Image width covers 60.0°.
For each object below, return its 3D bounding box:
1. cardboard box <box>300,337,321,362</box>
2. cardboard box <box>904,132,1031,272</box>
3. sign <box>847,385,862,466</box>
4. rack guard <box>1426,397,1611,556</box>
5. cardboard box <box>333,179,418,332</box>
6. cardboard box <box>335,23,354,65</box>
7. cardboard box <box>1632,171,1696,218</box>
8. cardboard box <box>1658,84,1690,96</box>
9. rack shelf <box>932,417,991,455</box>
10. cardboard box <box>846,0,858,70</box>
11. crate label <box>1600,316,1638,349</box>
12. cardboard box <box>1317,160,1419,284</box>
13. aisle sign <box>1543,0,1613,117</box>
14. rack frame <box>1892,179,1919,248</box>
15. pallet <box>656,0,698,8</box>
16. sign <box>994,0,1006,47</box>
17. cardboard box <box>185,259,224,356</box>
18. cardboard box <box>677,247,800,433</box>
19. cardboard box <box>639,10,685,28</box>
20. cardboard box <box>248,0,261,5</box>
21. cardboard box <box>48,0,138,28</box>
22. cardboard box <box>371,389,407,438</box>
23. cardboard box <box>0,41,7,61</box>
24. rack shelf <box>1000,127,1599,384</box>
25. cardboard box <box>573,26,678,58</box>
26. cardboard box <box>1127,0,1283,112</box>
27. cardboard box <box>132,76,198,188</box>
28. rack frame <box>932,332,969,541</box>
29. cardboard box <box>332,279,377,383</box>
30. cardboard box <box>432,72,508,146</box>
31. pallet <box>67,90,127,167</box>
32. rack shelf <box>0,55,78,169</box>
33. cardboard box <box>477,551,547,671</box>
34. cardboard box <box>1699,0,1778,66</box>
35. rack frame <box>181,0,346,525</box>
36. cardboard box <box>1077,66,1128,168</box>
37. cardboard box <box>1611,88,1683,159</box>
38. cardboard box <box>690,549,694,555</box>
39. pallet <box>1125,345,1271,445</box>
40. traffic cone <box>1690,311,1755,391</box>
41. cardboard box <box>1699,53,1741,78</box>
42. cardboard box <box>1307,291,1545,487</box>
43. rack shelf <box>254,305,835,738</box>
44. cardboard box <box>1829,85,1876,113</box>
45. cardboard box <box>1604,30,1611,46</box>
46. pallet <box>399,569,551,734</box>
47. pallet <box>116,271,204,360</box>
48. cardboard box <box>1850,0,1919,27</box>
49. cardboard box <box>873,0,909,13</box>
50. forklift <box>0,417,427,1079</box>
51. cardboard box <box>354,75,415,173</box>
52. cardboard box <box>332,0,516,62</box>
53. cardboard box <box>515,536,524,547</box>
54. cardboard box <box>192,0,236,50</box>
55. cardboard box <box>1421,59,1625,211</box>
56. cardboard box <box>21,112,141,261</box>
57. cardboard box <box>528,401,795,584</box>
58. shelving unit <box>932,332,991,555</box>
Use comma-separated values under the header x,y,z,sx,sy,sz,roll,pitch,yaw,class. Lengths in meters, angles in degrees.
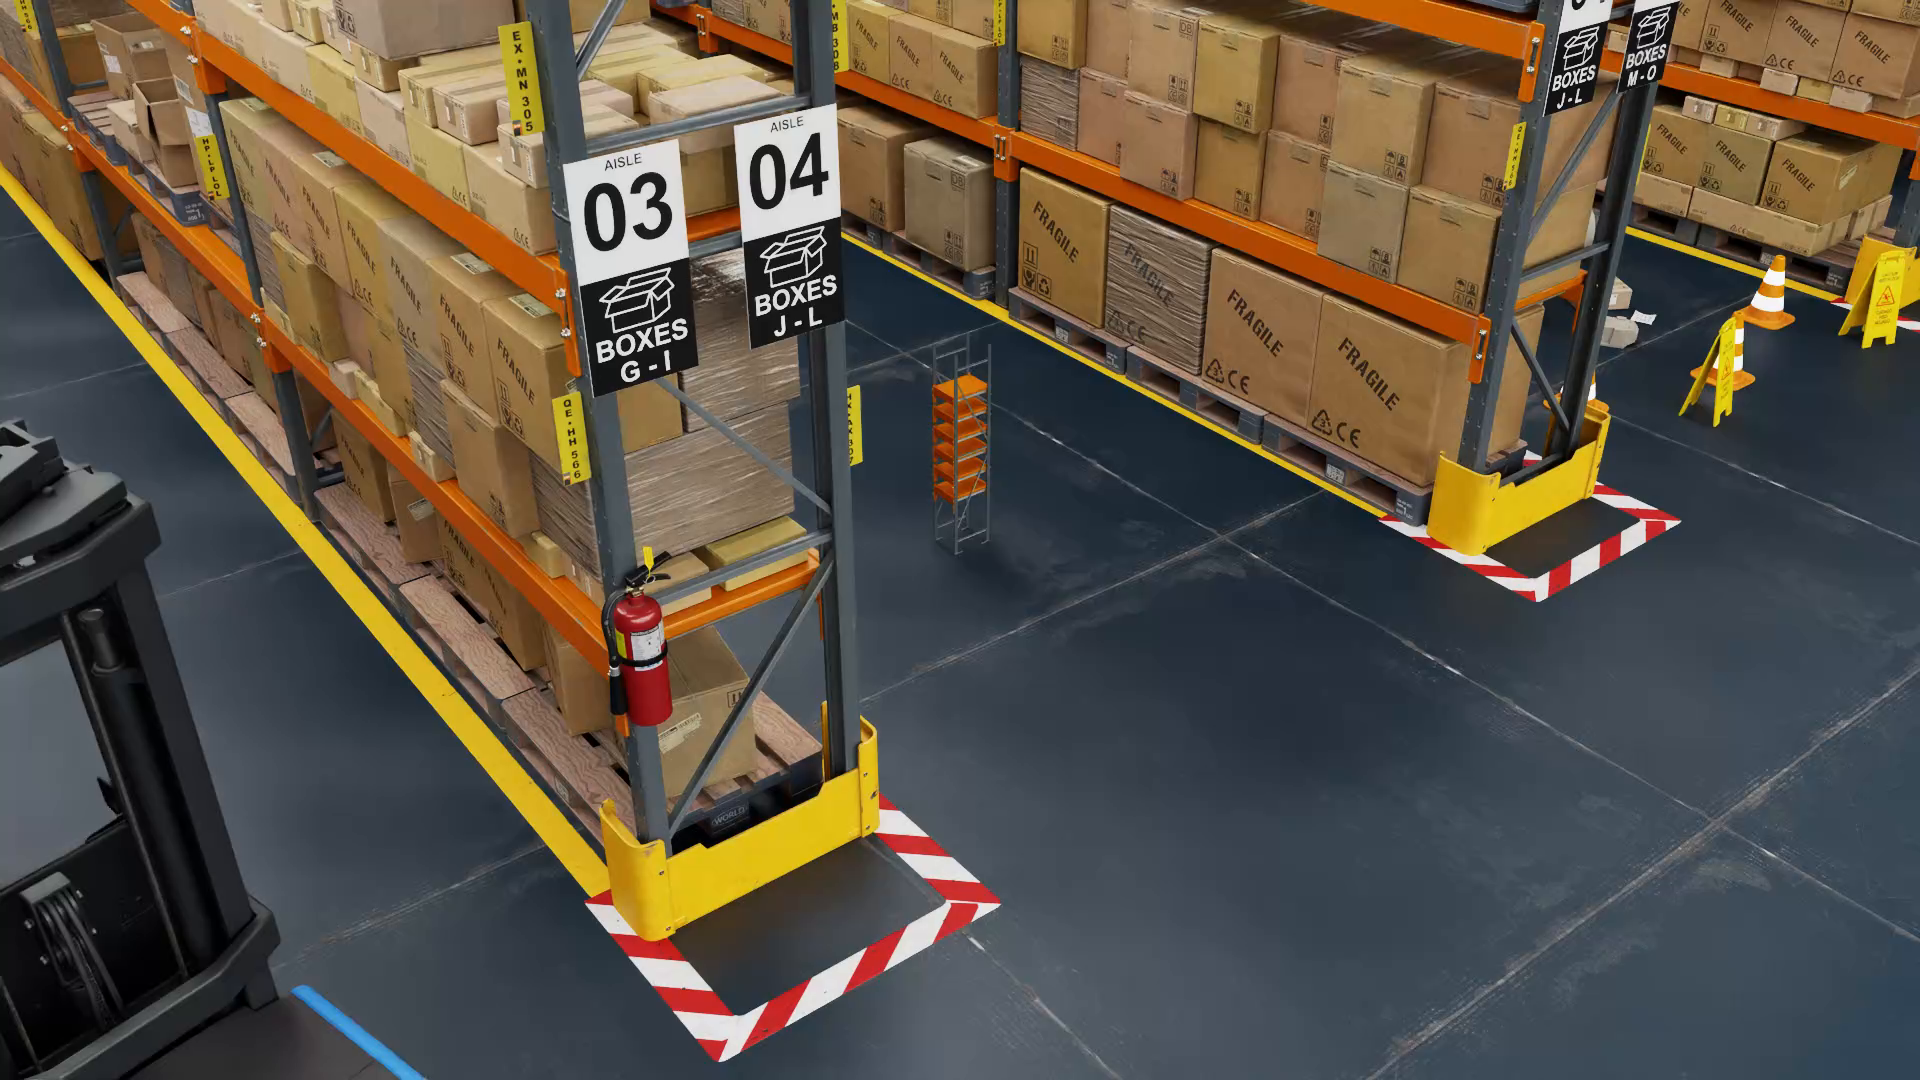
x,y,z,sx,sy,sz,roll,pitch,yaw,class
-3.084,-1.051,8.337,0.380,0.149,0.250,-22,38,-31,cardboard box
0.232,-2.563,12.268,1.050,0.750,0.750,-22,38,-32,cardboard box
-0.415,-0.424,6.269,0.100,0.325,0.005,-22,38,-31,sign
3.151,-0.372,9.374,1.175,0.500,0.348,-22,38,-31,rack guard
-2.292,-1.250,7.096,0.500,0.500,0.500,-22,38,-31,cardboard box
-2.184,-1.949,6.467,0.380,0.149,0.250,-24,39,-34,cardboard box
5.639,-2.782,13.094,0.500,0.250,0.500,-24,39,-33,cardboard box
5.733,-3.500,13.539,0.500,0.500,0.500,-20,37,-29,cardboard box
0.009,-0.568,8.884,0.258,0.103,0.180,-22,38,-31,rack shelf
-0.781,-3.916,12.617,0.500,0.500,0.500,-23,38,-32,cardboard box
4.502,-1.440,11.438,0.298,0.136,0.250,12,34,19,crate label
2.518,-1.869,9.275,0.875,0.550,0.550,-22,38,-31,cardboard box
2.943,-2.421,7.841,0.394,0.787,0.004,-22,38,-31,aisle sign
6.984,-3.087,11.377,1.000,3.000,0.127,-22,38,-31,rack frame
-2.291,-4.959,14.573,1.213,0.211,1.003,-22,38,-31,pallet
0.261,-3.389,10.841,0.100,0.325,0.005,-22,38,-31,sign
-4.620,-1.606,10.945,0.700,0.500,0.500,-19,37,-28,cardboard box
-0.966,-0.792,6.358,0.500,0.500,0.500,-22,38,-31,cardboard box
-2.714,-4.620,15.106,0.500,0.250,0.500,-22,38,-31,cardboard box
-2.974,-2.483,7.327,0.380,0.149,0.250,-22,38,-31,cardboard box
-6.185,-3.994,11.791,0.797,0.503,0.637,-21,37,-30,cardboard box
-2.472,-0.633,7.665,0.380,0.149,0.250,-22,38,-31,cardboard box
-7.181,-4.020,12.785,0.500,0.500,0.500,-21,38,-31,cardboard box
1.910,-1.971,10.263,1.077,0.370,4.000,-22,38,-31,rack shelf
-1.275,-1.792,6.213,0.380,0.149,0.250,-21,37,-30,cardboard box
1.534,-3.007,10.083,0.875,0.550,0.550,-22,38,-31,cardboard box
-4.433,-2.463,9.876,0.797,0.503,0.637,-18,36,-27,cardboard box
-0.047,-0.542,8.985,0.240,1.200,0.006,-22,38,-31,rack frame
-2.405,-1.114,7.823,0.875,0.500,0.500,-22,38,-31,cardboard box
-1.582,-1.500,5.744,0.380,0.149,0.250,-24,39,-33,cardboard box
-5.228,-2.871,11.211,1.213,0.211,1.003,-22,38,-31,pallet
-6.976,-3.743,13.115,1.077,0.370,4.000,-22,38,-31,rack shelf
-1.976,0.232,8.005,0.500,0.500,0.500,-19,36,-27,cardboard box
5.826,-3.813,12.169,0.500,0.500,0.500,-22,38,-32,cardboard box
-3.297,-1.548,8.899,1.000,3.000,0.127,-22,38,-31,rack frame
1.274,-2.802,10.777,0.875,0.550,0.550,-22,38,-31,cardboard box
5.334,-3.314,13.240,0.500,0.500,0.500,-20,37,-29,cardboard box
-0.968,-0.080,6.775,0.380,0.149,0.250,-22,38,-31,cardboard box
1.840,-1.075,10.781,1.003,0.211,1.213,-22,38,-31,pallet
5.033,-1.270,10.857,0.336,0.463,0.334,-22,38,-31,traffic cone
5.746,-3.577,12.405,0.380,0.149,0.250,-23,38,-32,cardboard box
2.668,-0.981,9.601,0.875,0.875,0.875,-22,38,-31,cardboard box
-2.070,-0.409,7.747,1.077,0.370,4.000,-22,38,-31,rack shelf
6.343,-3.137,11.695,0.380,0.149,0.250,-23,38,-32,cardboard box
5.166,-4.008,13.098,0.380,0.149,0.250,-22,38,-32,cardboard box
-2.105,0.414,8.383,1.003,0.211,1.213,-22,38,-31,pallet
-5.271,-1.704,11.794,1.003,0.211,1.213,-22,38,-31,pallet
6.499,-3.823,11.238,0.700,0.500,0.500,-23,39,-33,cardboard box
-0.252,-4.207,12.139,0.700,0.500,0.500,-22,38,-31,cardboard box
-2.864,0.985,4.885,3.031,2.935,1.130,22,38,31,forklift
-1.956,-1.634,6.336,0.500,0.250,0.500,-21,38,-30,cardboard box
-1.994,-2.100,6.095,0.500,0.500,0.500,-22,38,-31,cardboard box
-1.670,-0.127,6.850,0.380,0.149,0.250,-22,38,-31,cardboard box
-3.223,-2.488,7.712,0.500,0.250,0.500,-24,39,-33,cardboard box
2.939,-2.133,8.676,0.875,0.550,0.550,-22,38,-31,cardboard box
-6.156,-2.785,12.507,1.225,0.875,0.875,-24,39,-33,cardboard box
-1.159,-0.288,6.494,0.875,0.500,0.500,-22,38,-31,cardboard box
0.009,-0.504,8.924,0.258,1.200,0.189,-22,38,-31,shelving unit
